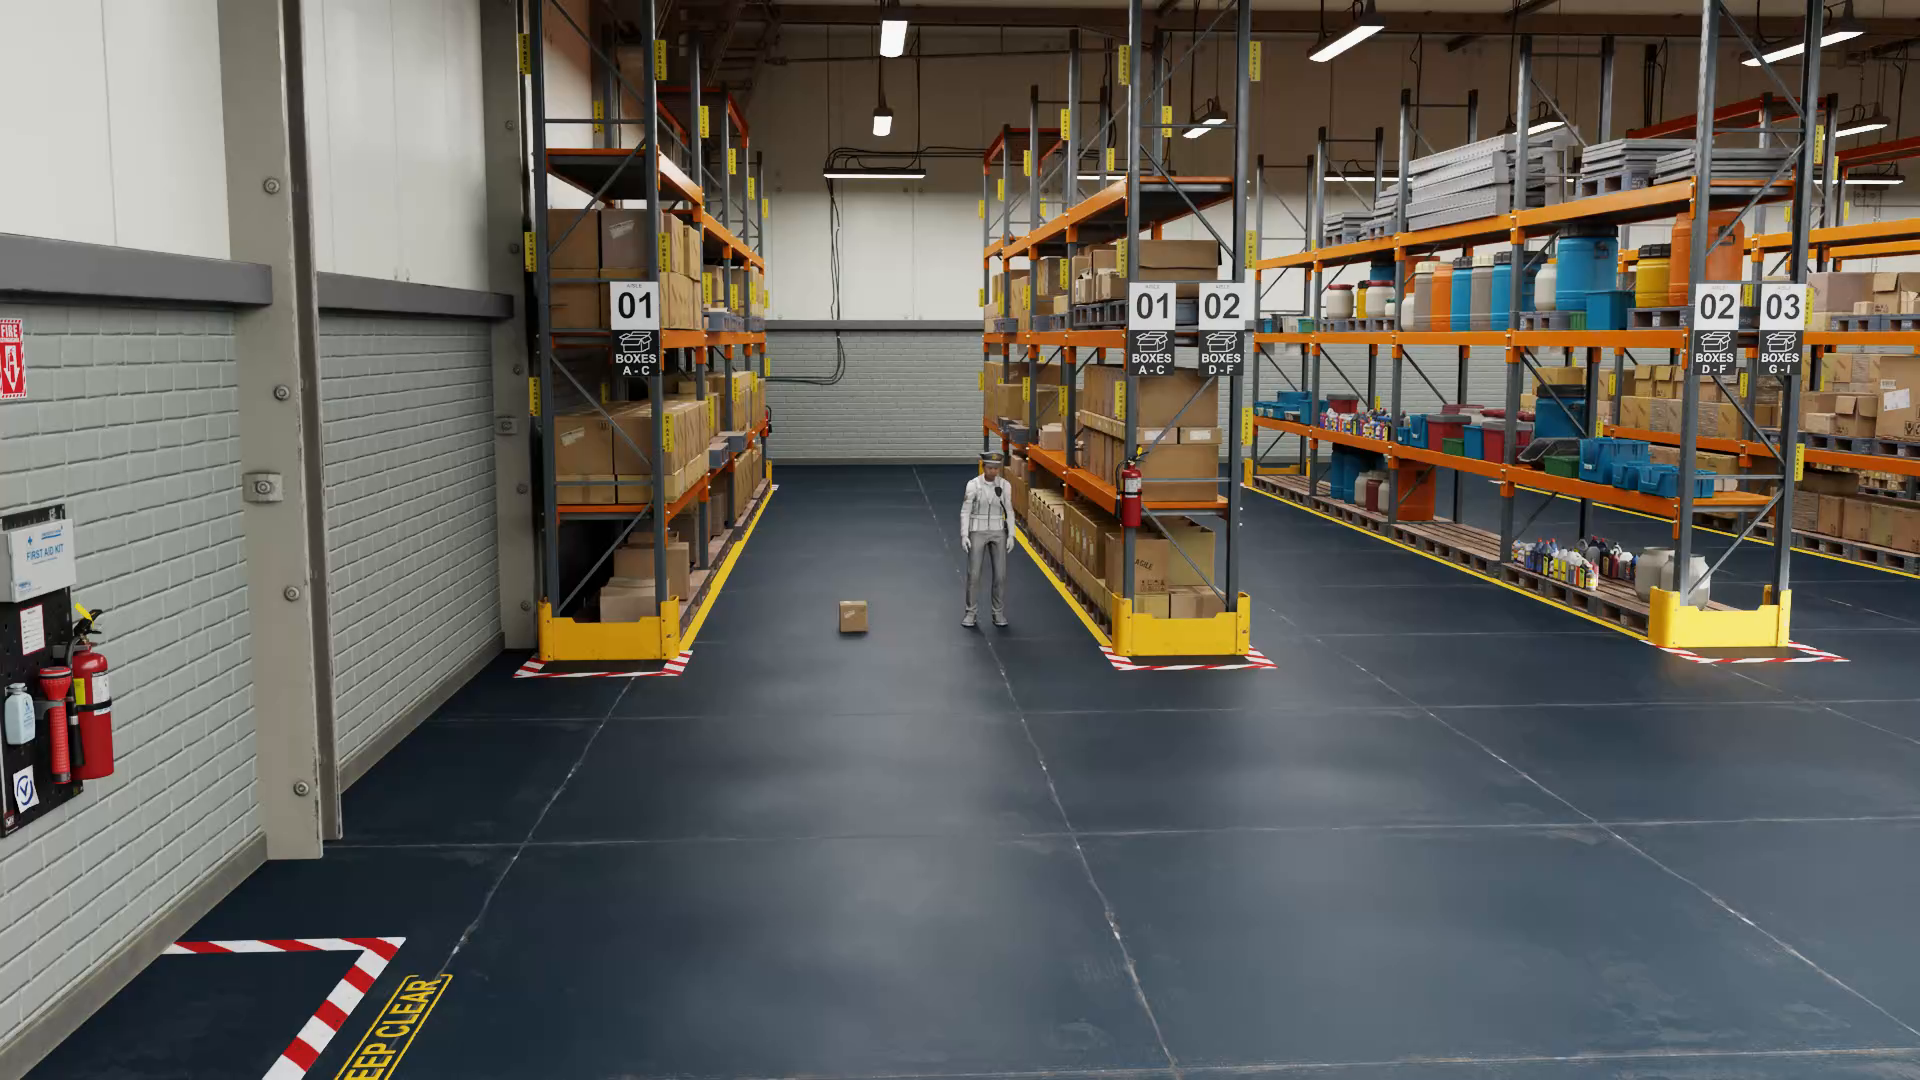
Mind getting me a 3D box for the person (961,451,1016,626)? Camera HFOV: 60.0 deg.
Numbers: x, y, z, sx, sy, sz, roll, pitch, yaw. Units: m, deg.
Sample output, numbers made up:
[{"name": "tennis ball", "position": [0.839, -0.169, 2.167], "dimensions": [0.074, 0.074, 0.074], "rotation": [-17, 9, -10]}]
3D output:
[{"name": "person", "position": [0.268, -0.020, 15.901], "dimensions": [0.532, 1.663, 0.375], "rotation": [-1, 7, -7]}]
